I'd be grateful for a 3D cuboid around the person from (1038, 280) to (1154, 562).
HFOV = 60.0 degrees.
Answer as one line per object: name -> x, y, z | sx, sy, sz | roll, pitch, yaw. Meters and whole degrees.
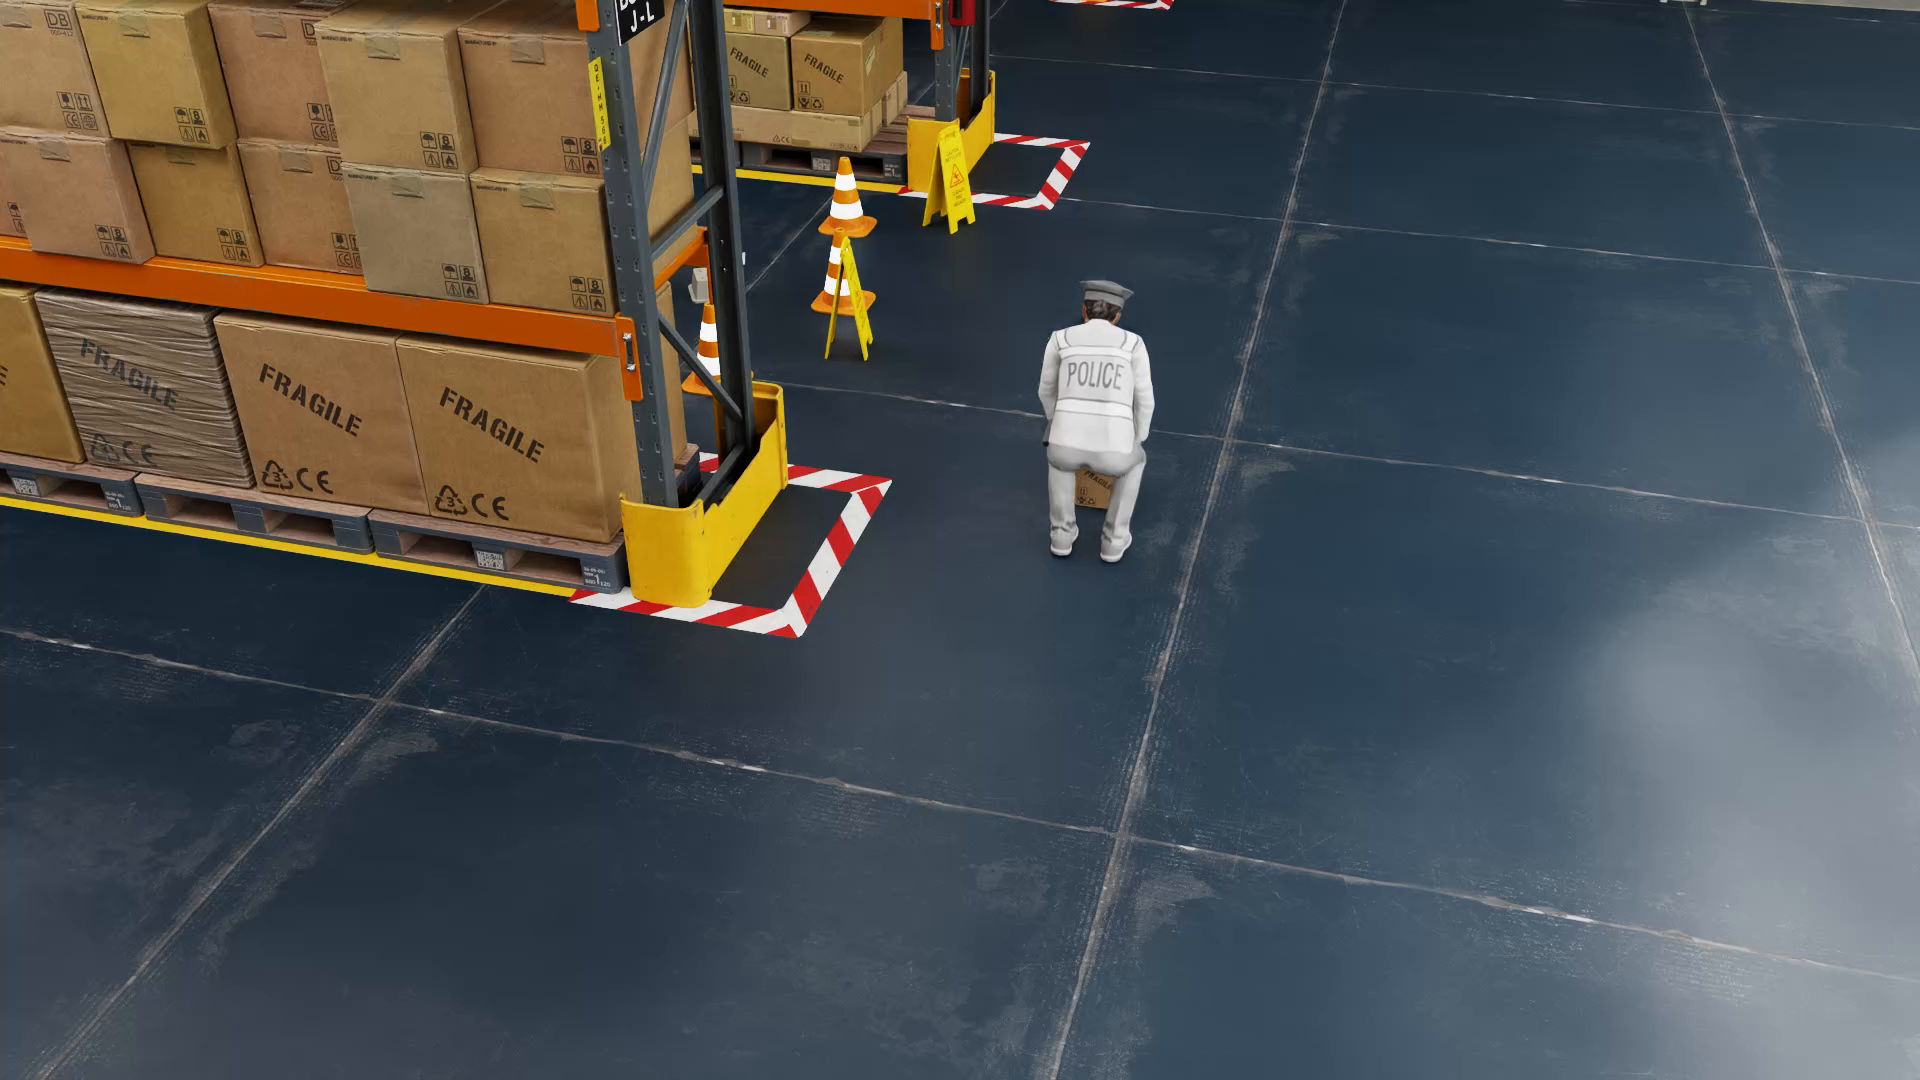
person -> 0.581, -0.521, 7.391 | 0.522, 1.180, 0.796 | 8, 34, 12
